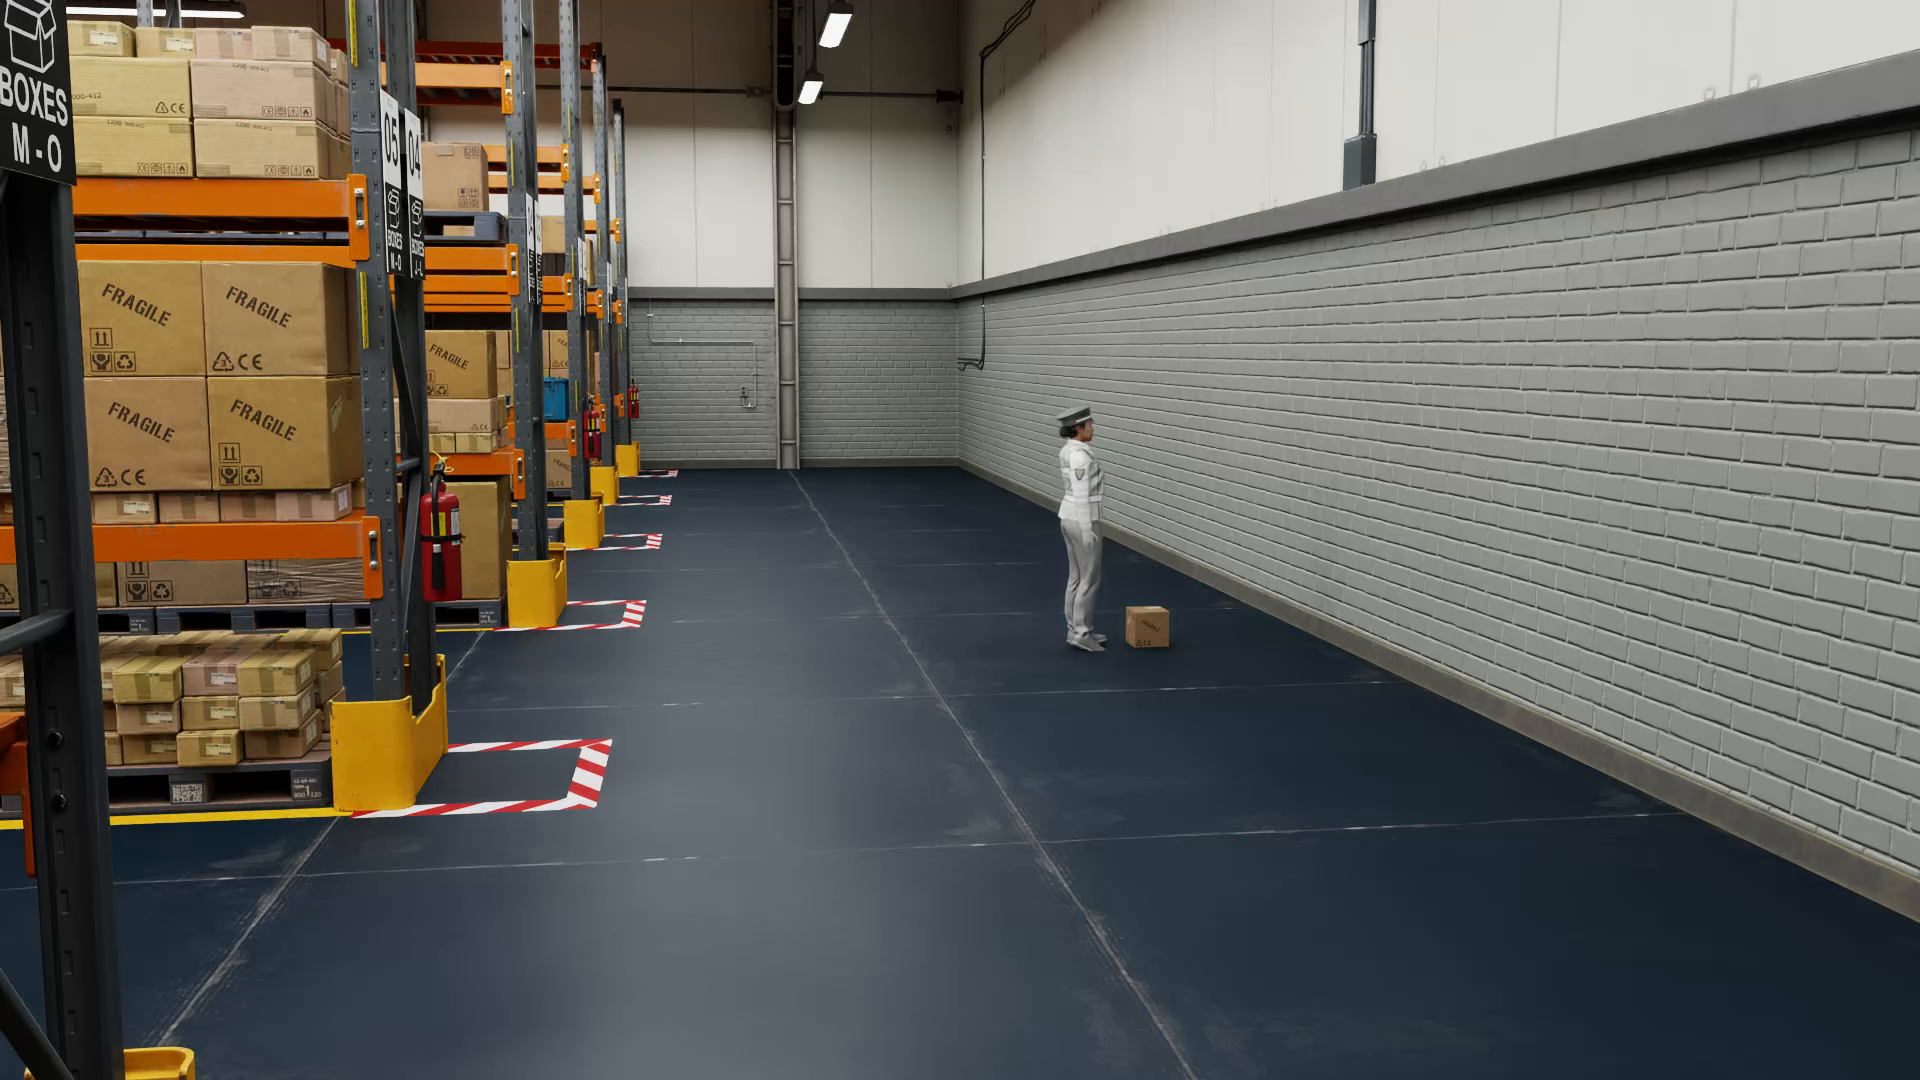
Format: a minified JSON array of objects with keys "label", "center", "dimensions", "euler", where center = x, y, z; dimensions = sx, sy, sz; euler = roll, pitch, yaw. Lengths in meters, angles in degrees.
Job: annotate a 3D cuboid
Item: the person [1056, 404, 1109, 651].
[{"label":"person","center":[0.850,-0.076,11.549],"dimensions":[0.384,1.744,0.490],"euler":[-1,7,-8]}]
